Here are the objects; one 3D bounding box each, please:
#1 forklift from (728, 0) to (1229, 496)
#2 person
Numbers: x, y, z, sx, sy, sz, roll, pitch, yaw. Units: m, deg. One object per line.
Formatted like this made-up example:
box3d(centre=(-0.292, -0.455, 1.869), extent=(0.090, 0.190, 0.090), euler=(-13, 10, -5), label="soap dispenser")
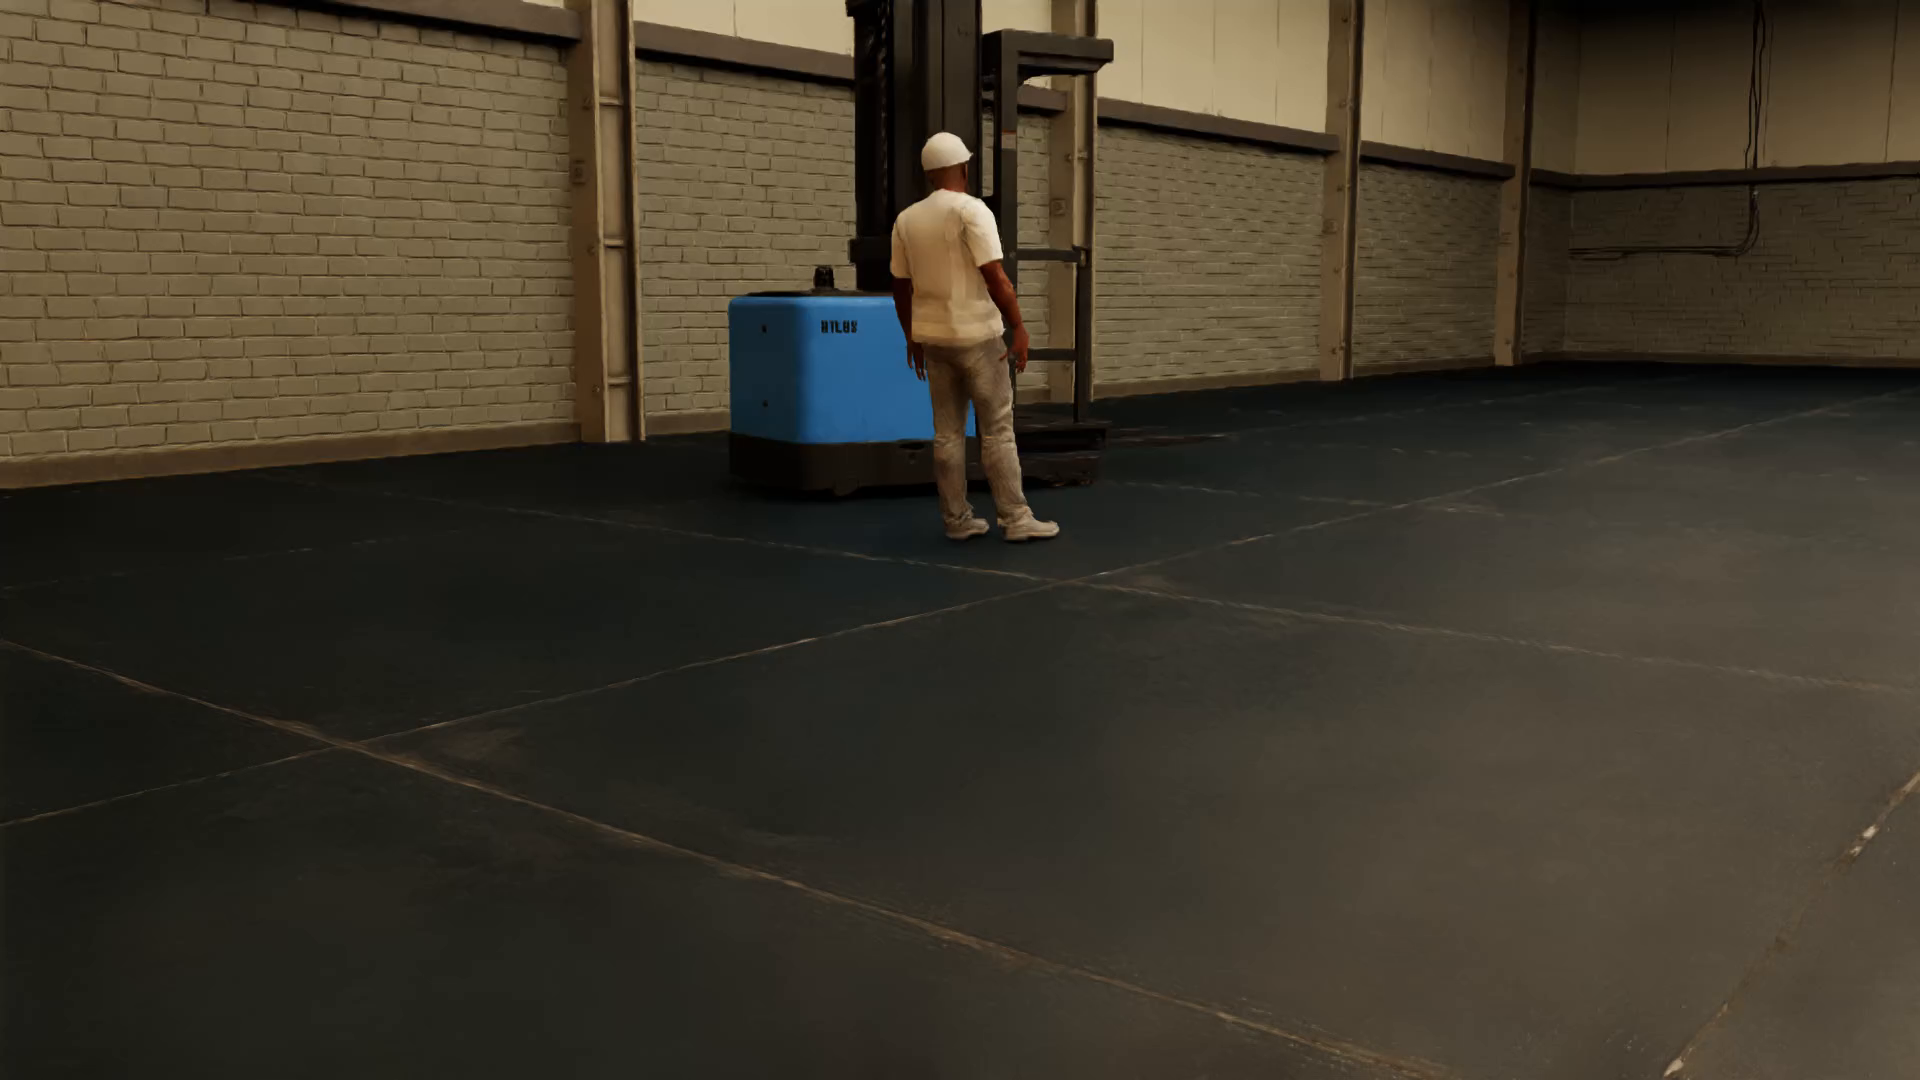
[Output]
box3d(centre=(0.208, -1.814, 9.680), extent=(3.031, 2.935, 1.130), euler=(-5, 10, -31), label="forklift")
box3d(centre=(0.048, -0.888, 7.326), extent=(0.665, 1.766, 0.576), euler=(7, 11, 38), label="person")
